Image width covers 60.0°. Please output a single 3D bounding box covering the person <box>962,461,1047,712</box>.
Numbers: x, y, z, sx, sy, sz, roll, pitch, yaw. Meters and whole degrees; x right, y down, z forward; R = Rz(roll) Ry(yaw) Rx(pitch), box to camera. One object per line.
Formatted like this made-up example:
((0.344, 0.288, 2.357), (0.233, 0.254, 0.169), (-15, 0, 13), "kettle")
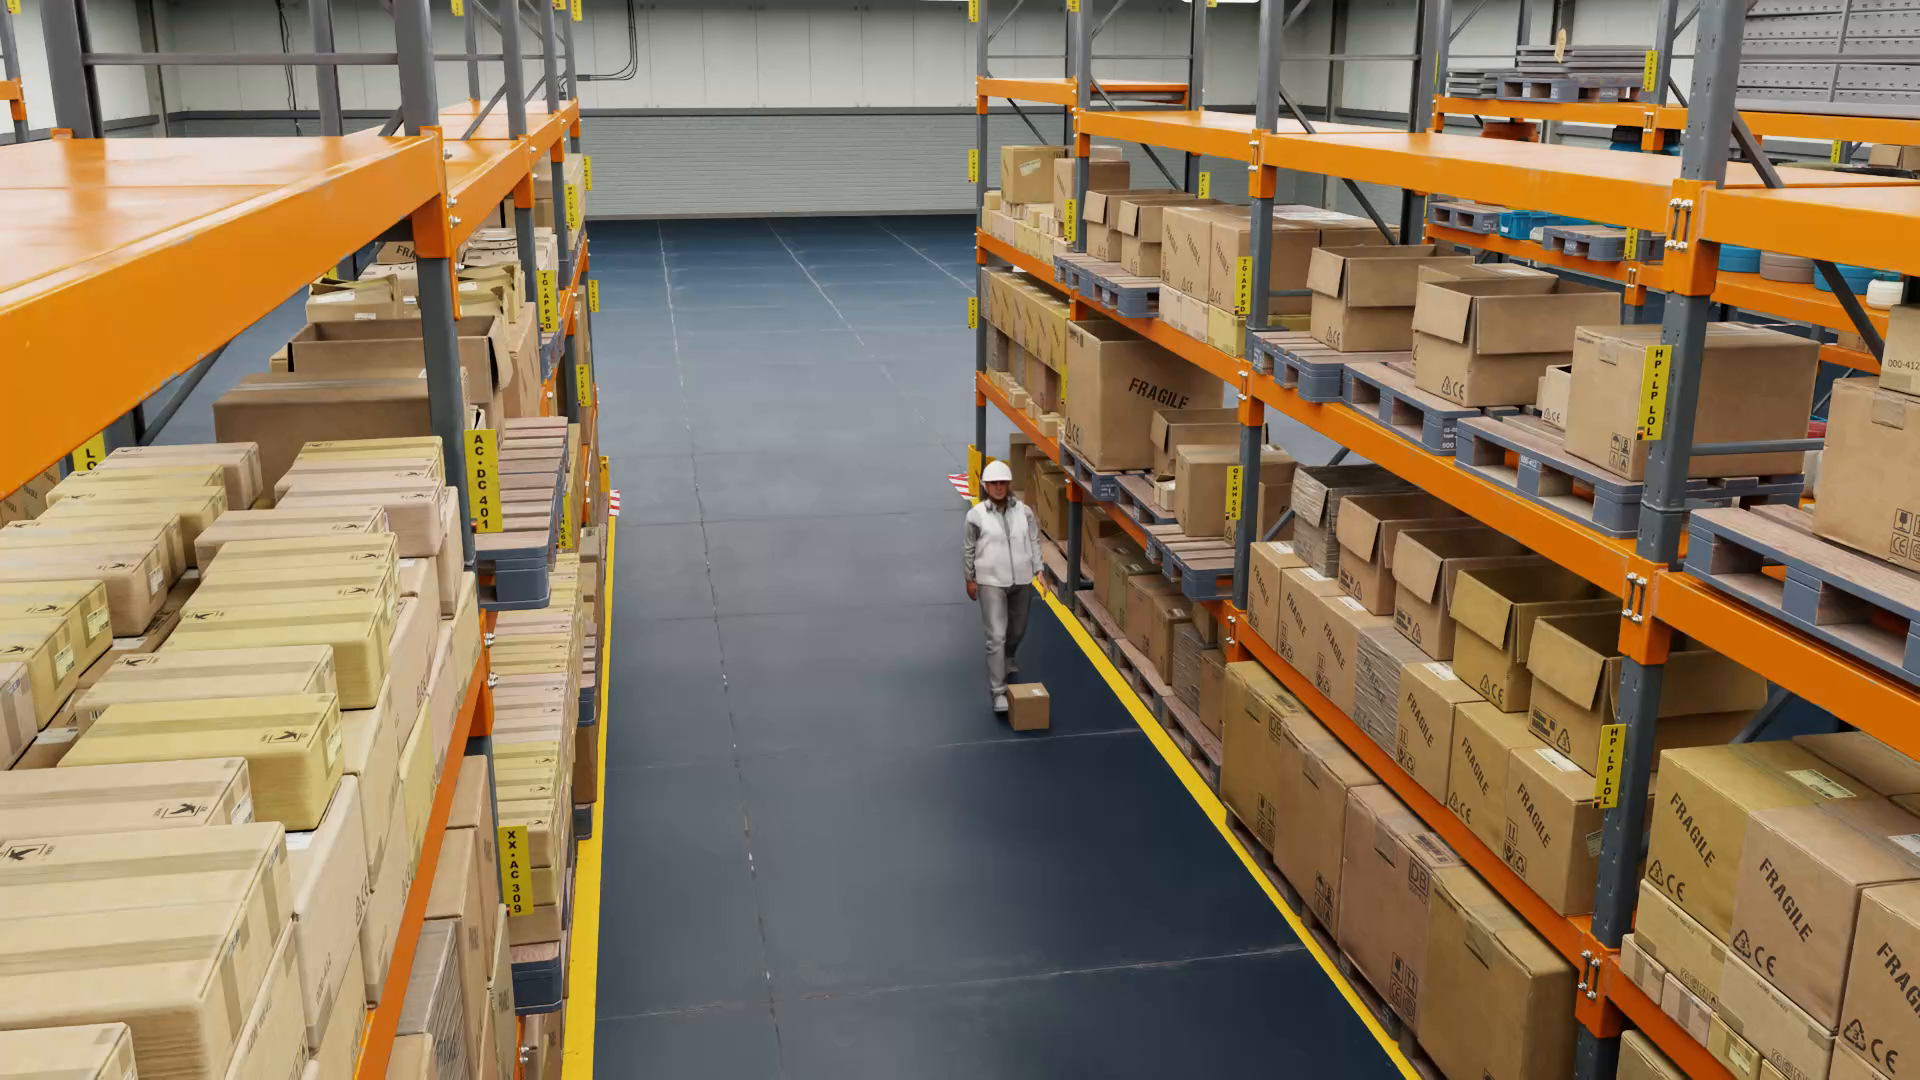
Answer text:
((0.347, 0.300, 12.002), (0.538, 1.721, 1.005), (-6, 17, -20), "person")
